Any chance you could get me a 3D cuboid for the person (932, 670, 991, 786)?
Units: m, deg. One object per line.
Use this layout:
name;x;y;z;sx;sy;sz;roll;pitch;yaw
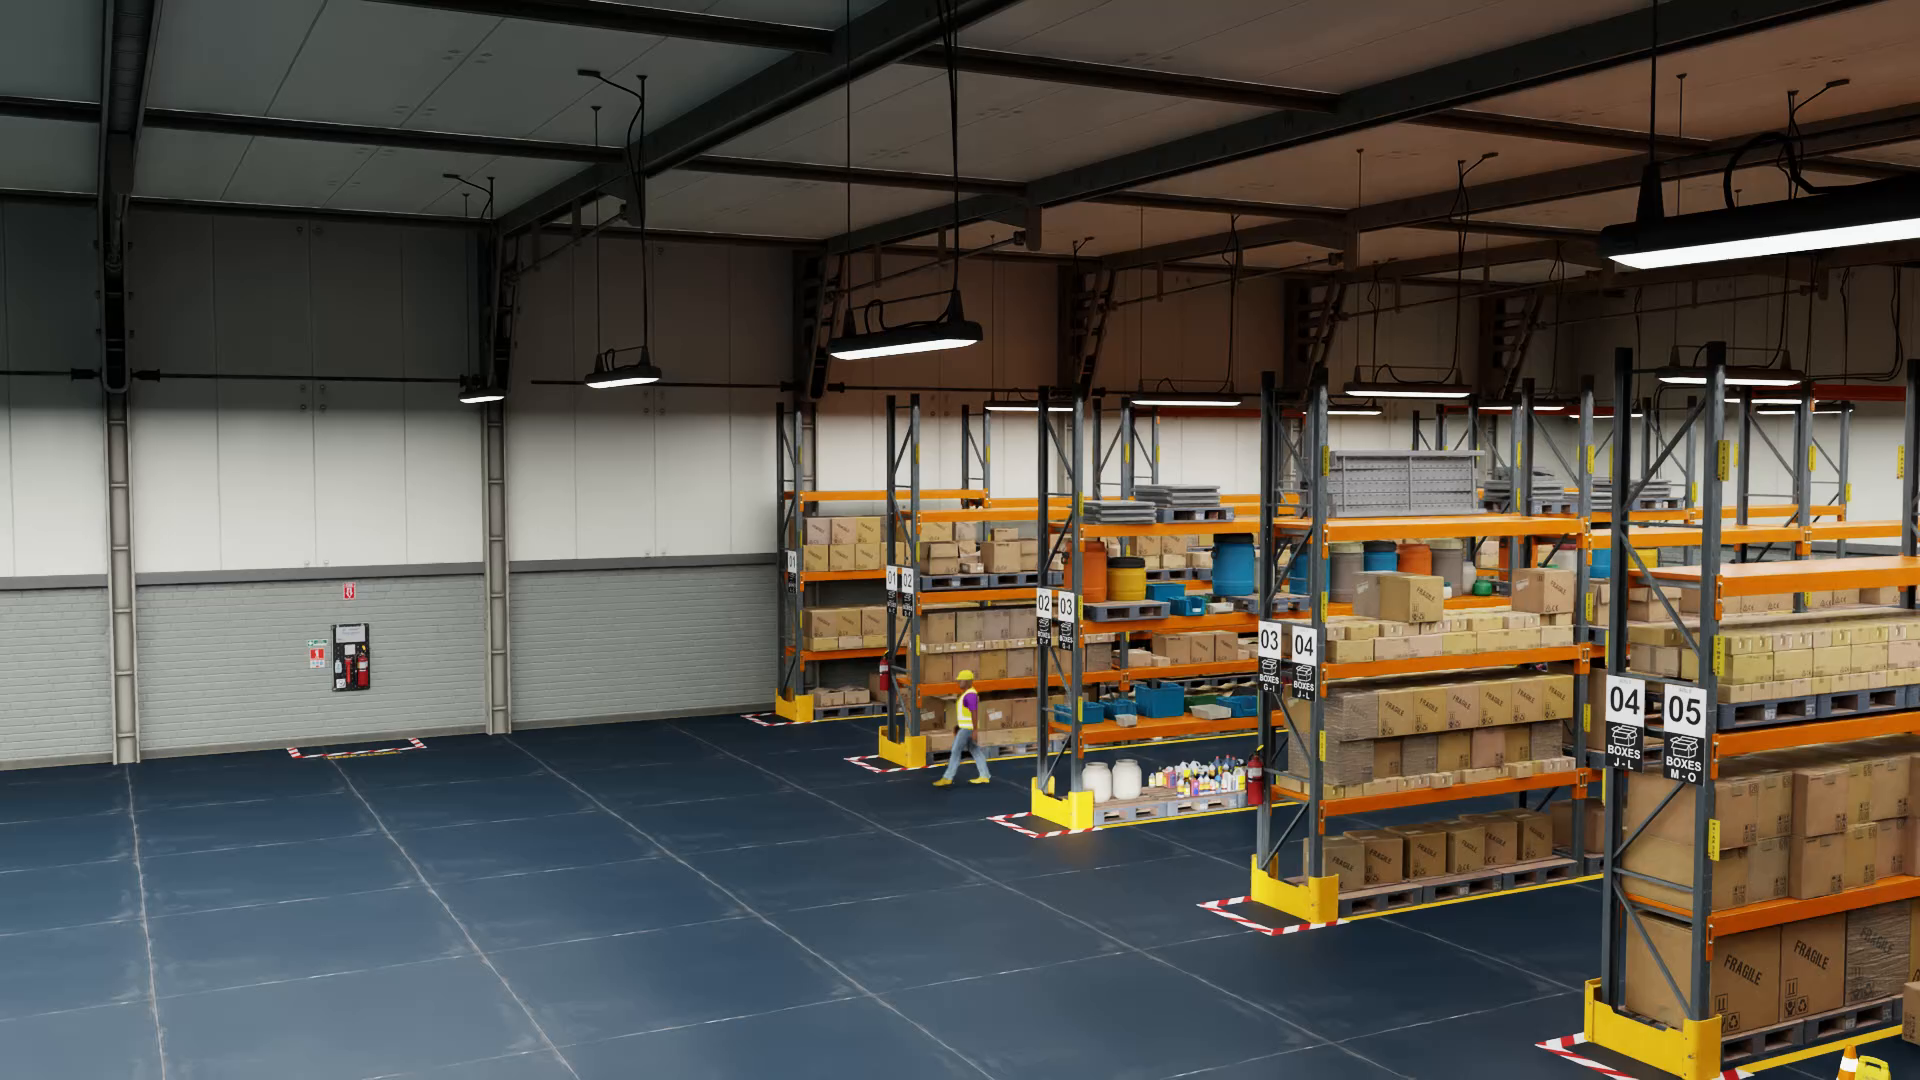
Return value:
person;0.028;2.840;25.284;0.894;1.726;0.611;0;3;0
